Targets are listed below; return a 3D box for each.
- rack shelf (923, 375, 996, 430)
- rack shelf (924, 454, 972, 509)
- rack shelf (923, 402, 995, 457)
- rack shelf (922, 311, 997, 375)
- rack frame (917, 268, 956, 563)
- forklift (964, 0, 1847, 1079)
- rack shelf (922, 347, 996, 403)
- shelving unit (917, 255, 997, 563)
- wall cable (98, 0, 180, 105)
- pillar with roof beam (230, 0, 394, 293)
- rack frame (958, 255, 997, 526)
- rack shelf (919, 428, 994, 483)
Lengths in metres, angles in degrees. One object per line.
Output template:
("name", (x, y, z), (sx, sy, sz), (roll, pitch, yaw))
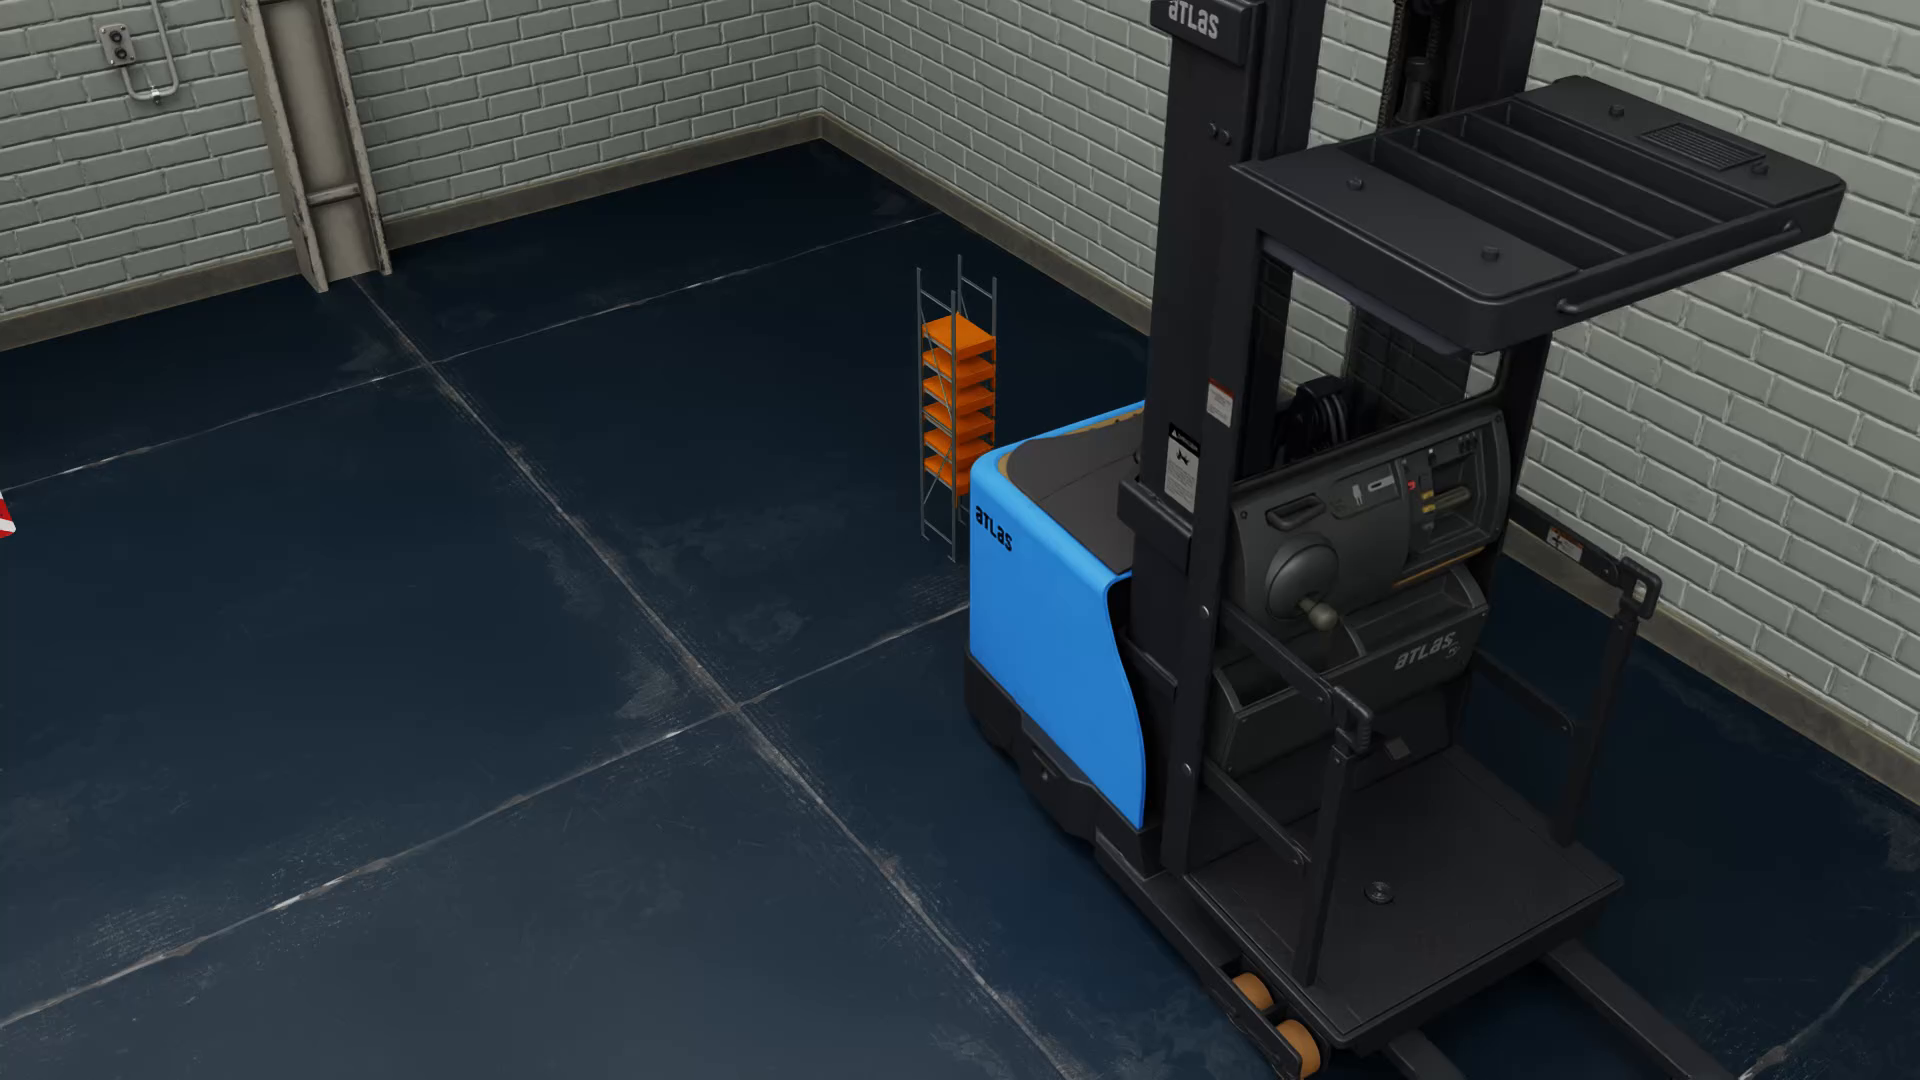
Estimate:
("rack shelf", (-0.012, -0.544, 6.349), (0.180, 0.103, 0.258), (-22, 41, -28))
("rack shelf", (-0.012, -0.251, 6.559), (0.180, 0.103, 0.258), (-22, 41, -28))
("rack shelf", (-0.012, -0.446, 6.419), (0.180, 0.103, 0.258), (-22, 41, -28))
("rack shelf", (-0.012, -0.738, 6.209), (0.180, 0.103, 0.258), (-22, 41, -28))
("rack frame", (-0.087, -0.451, 6.350), (0.006, 1.200, 0.240), (-22, 41, -28))
("forklift", (1.208, 0.007, 4.230), (1.130, 2.935, 3.031), (-19, 40, -25))
("rack shelf", (-0.012, -0.641, 6.279), (0.180, 0.103, 0.258), (-22, 41, -28))
("shelving unit", (-0.012, -0.482, 6.393), (0.189, 1.200, 0.258), (-22, 41, -28))
("wall cable", (-4.416, -2.595, 6.919), (1.851, 1.984, 0.084), (-22, 41, -28))
("pillar with roof beam", (-0.730, -3.002, 3.217), (0.400, 9.000, 9.100), (-22, 41, -28))
("rack frame", (0.063, -0.513, 6.436), (0.006, 1.200, 0.240), (-22, 41, -28))
("rack shelf", (-0.012, -0.349, 6.489), (0.180, 0.103, 0.258), (-22, 41, -28))
